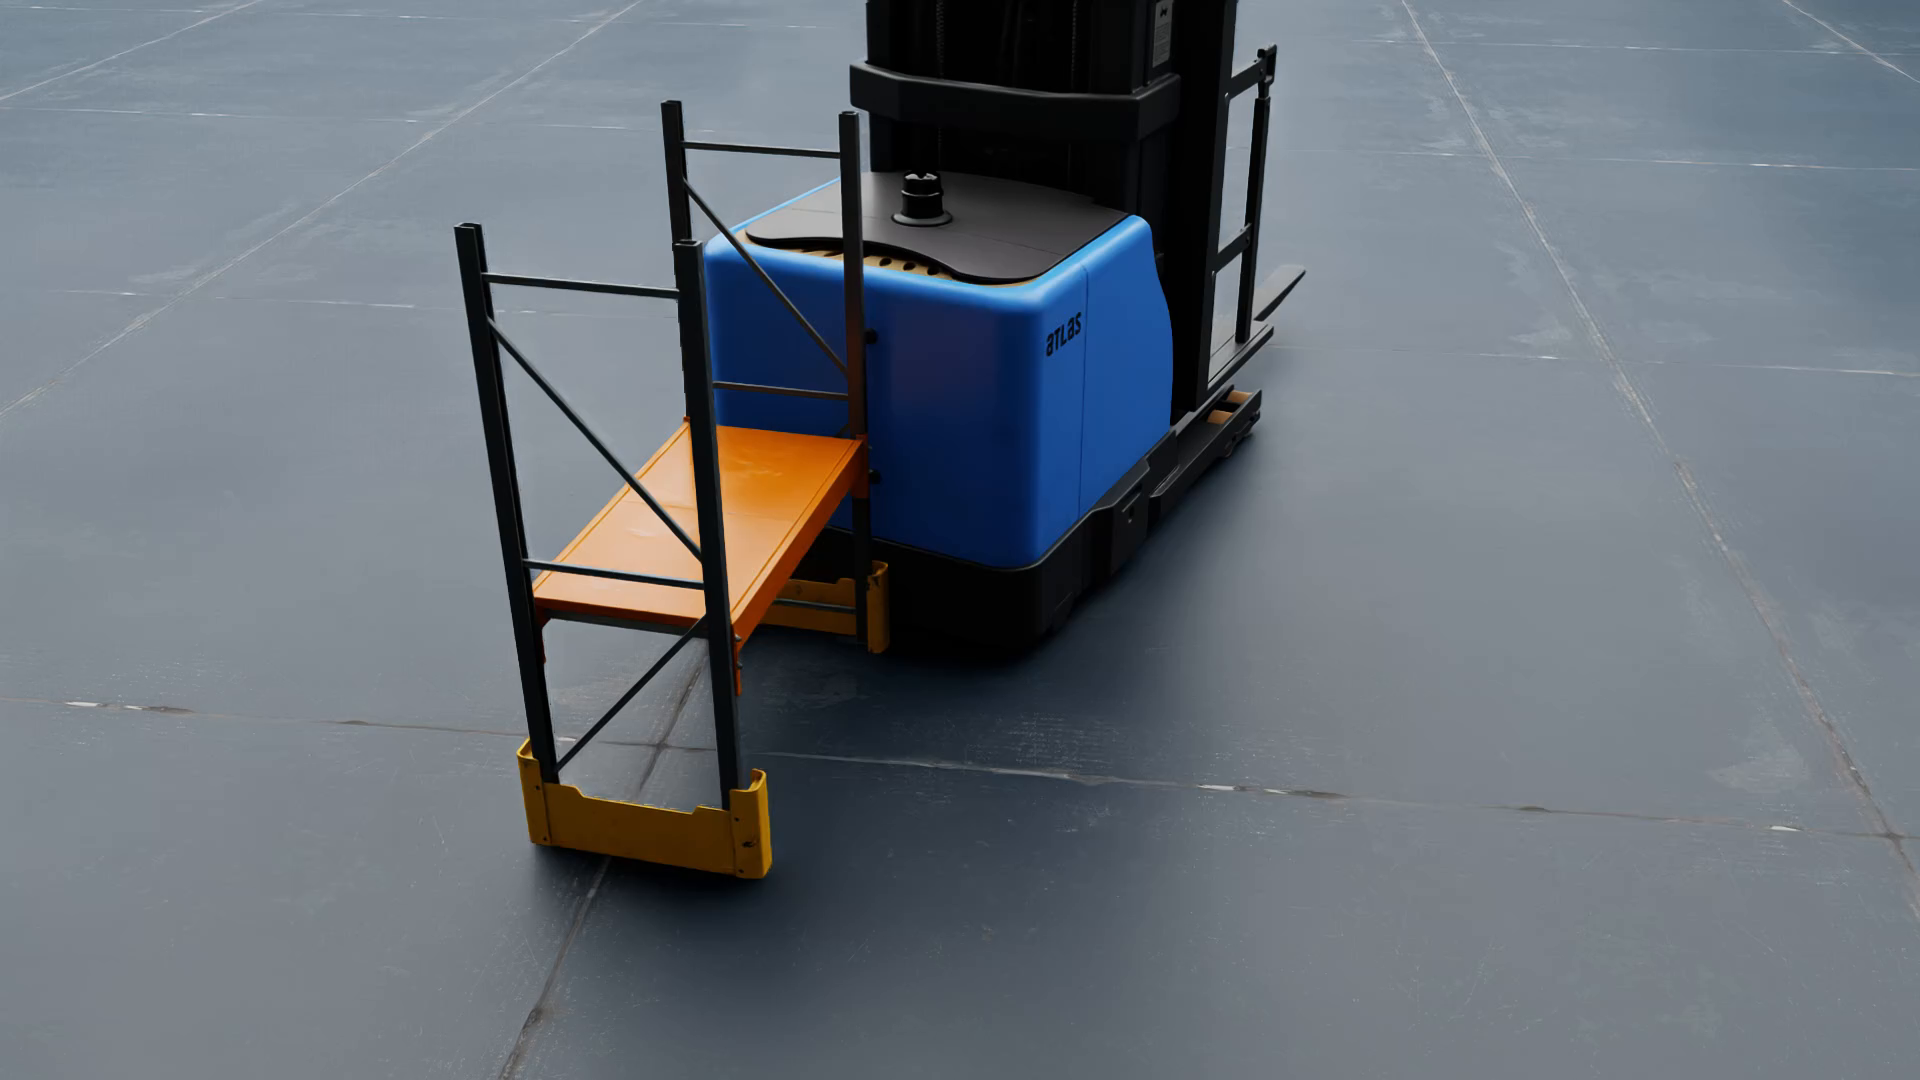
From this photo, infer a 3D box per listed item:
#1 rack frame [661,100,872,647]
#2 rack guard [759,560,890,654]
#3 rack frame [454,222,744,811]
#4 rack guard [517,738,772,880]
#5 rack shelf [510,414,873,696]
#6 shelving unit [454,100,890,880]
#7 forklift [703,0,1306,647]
[{"bbox_3d":[-0.489,-0.392,4.396,0.500,1.500,0.032,7,29,12],"label":"rack frame"},{"bbox_3d":[-0.489,0.159,4.691,0.587,0.250,0.087,7,29,12],"label":"rack guard"},{"bbox_3d":[-0.732,0.076,3.527,0.500,1.500,0.032,7,29,12],"label":"rack frame"},{"bbox_3d":[-0.727,0.618,3.840,0.587,0.250,0.087,7,29,12],"label":"rack guard"},{"bbox_3d":[-0.610,0.001,4.047,0.538,0.185,1.000,7,29,12],"label":"rack shelf"},{"bbox_3d":[-0.608,-0.162,3.969,0.587,1.500,1.083,7,29,12],"label":"shelving unit"},{"bbox_3d":[0.421,-1.666,5.252,1.130,2.935,3.031,14,31,24],"label":"forklift"}]
